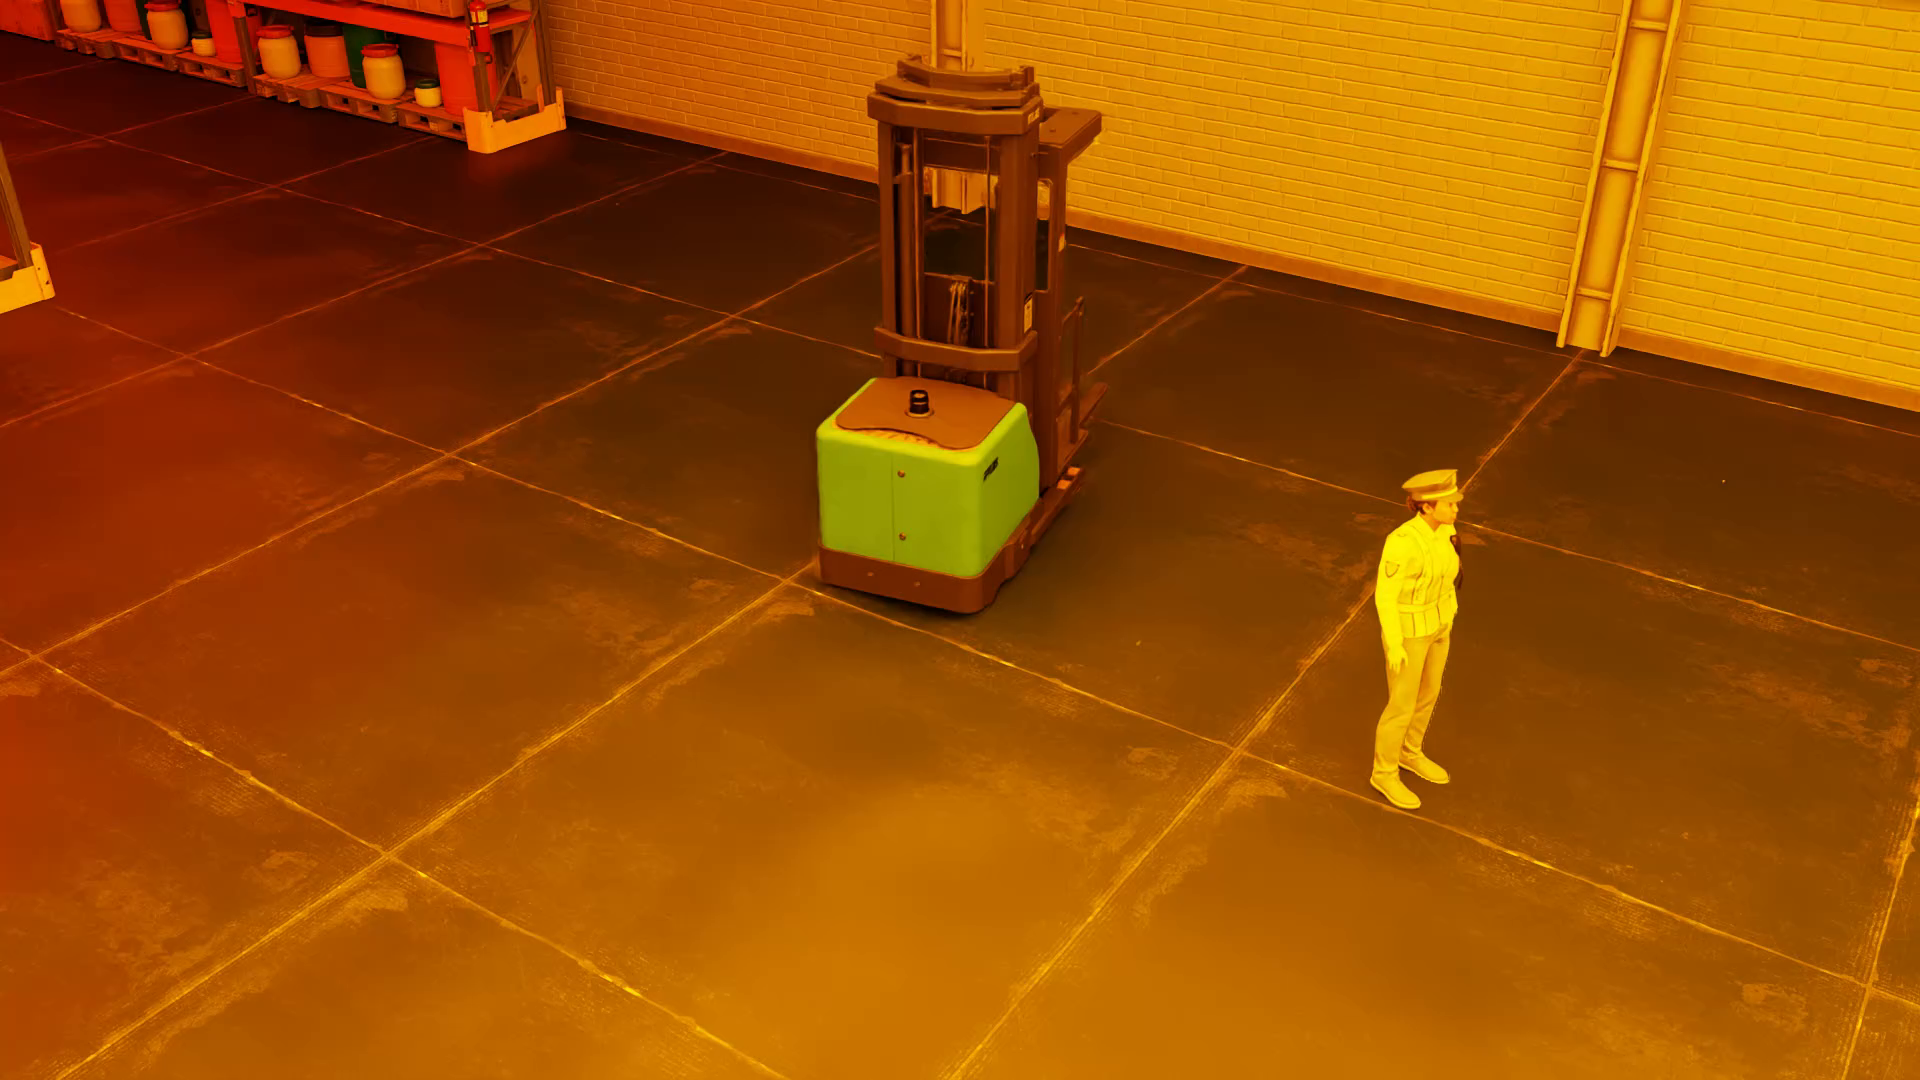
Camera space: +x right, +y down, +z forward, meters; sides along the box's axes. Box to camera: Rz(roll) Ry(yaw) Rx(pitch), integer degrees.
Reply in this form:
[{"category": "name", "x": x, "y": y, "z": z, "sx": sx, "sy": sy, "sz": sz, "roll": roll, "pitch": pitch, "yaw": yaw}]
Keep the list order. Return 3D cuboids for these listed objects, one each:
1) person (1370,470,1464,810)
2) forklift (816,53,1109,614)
[{"category": "person", "x": 2.249, "y": 0.451, "z": 8.047, "sx": 0.571, "sy": 1.708, "sz": 0.467, "roll": -24, "pitch": 38, "yaw": -35}, {"category": "forklift", "x": 0.187, "y": -1.566, "z": 10.278, "sx": 1.130, "sy": 2.935, "sz": 3.031, "roll": 12, "pitch": 32, "yaw": 19}]
